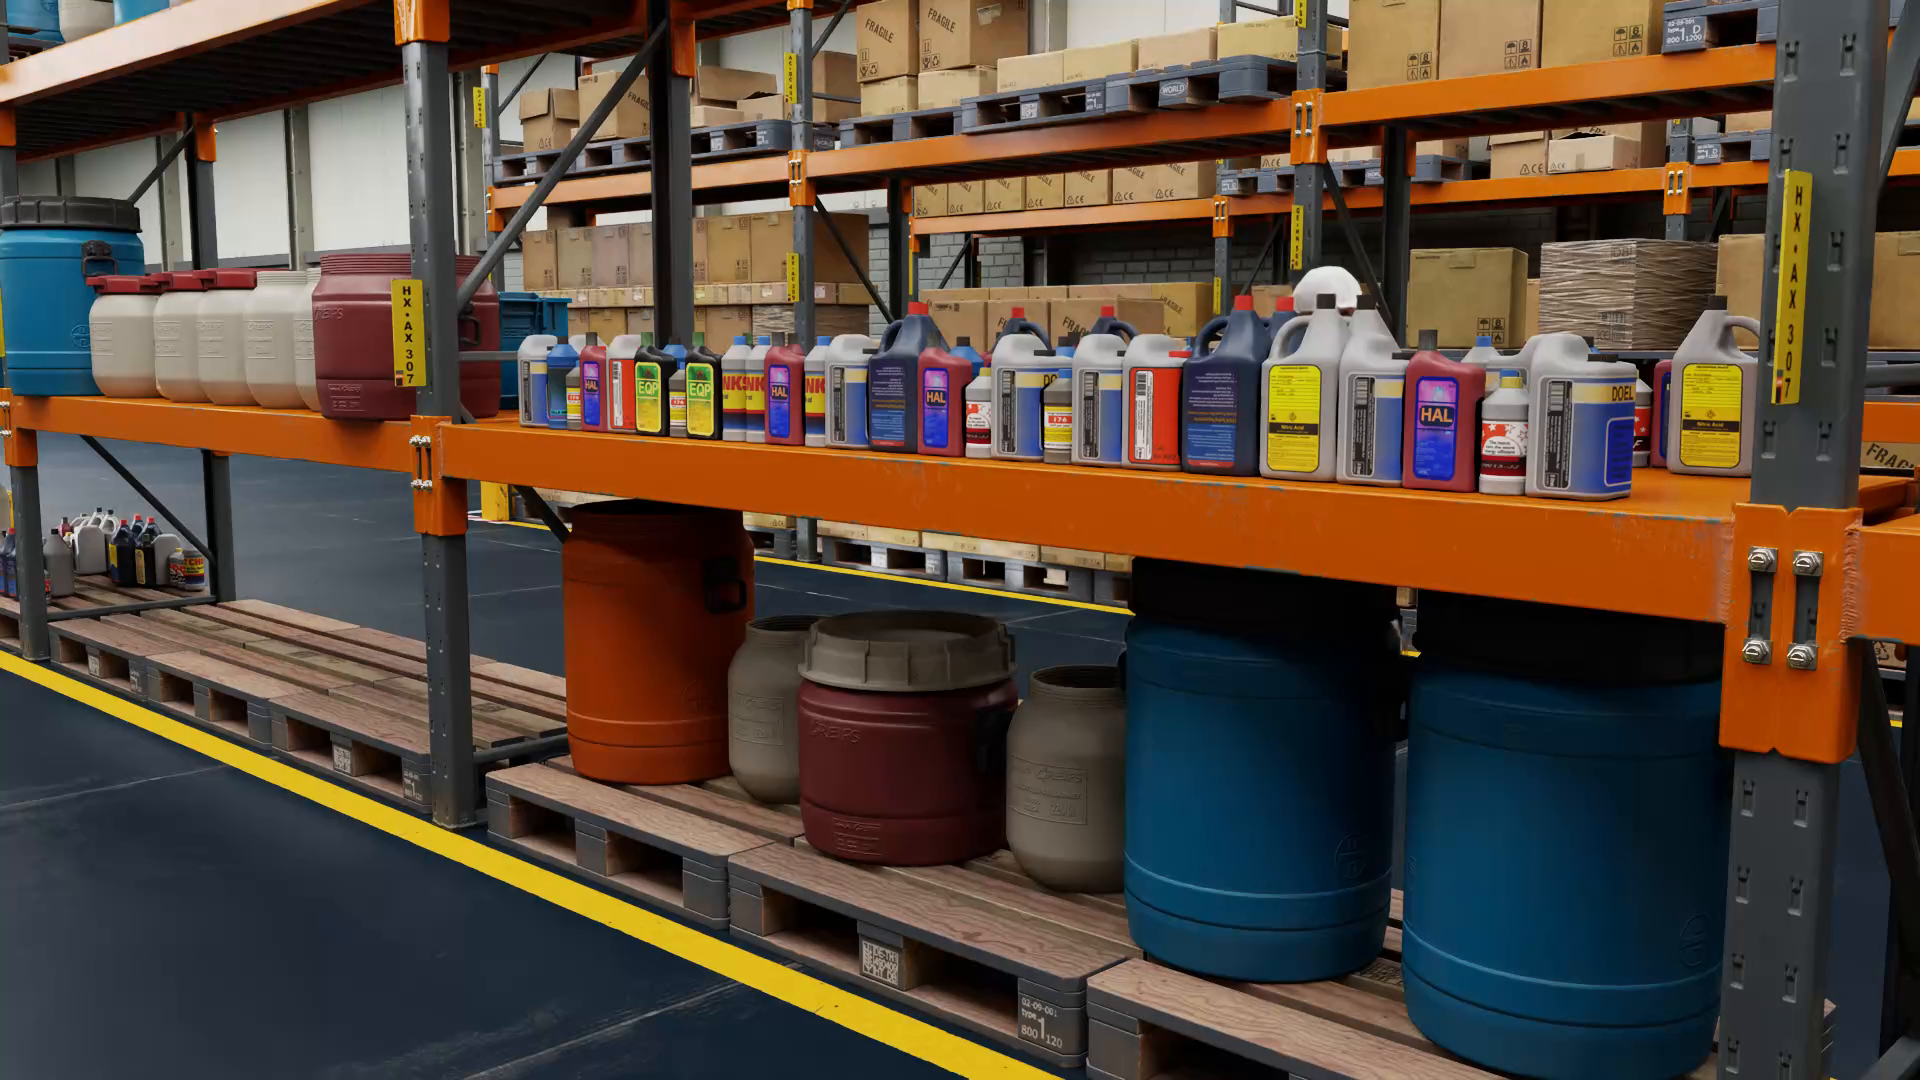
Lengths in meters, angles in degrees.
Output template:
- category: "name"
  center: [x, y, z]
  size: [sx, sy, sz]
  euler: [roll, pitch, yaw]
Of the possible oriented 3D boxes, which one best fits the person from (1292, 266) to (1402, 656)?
- category: "person"
  center: [1.158, 0.002, 5.411]
  size: [0.553, 1.762, 0.546]
  euler: [5, 9, 38]
